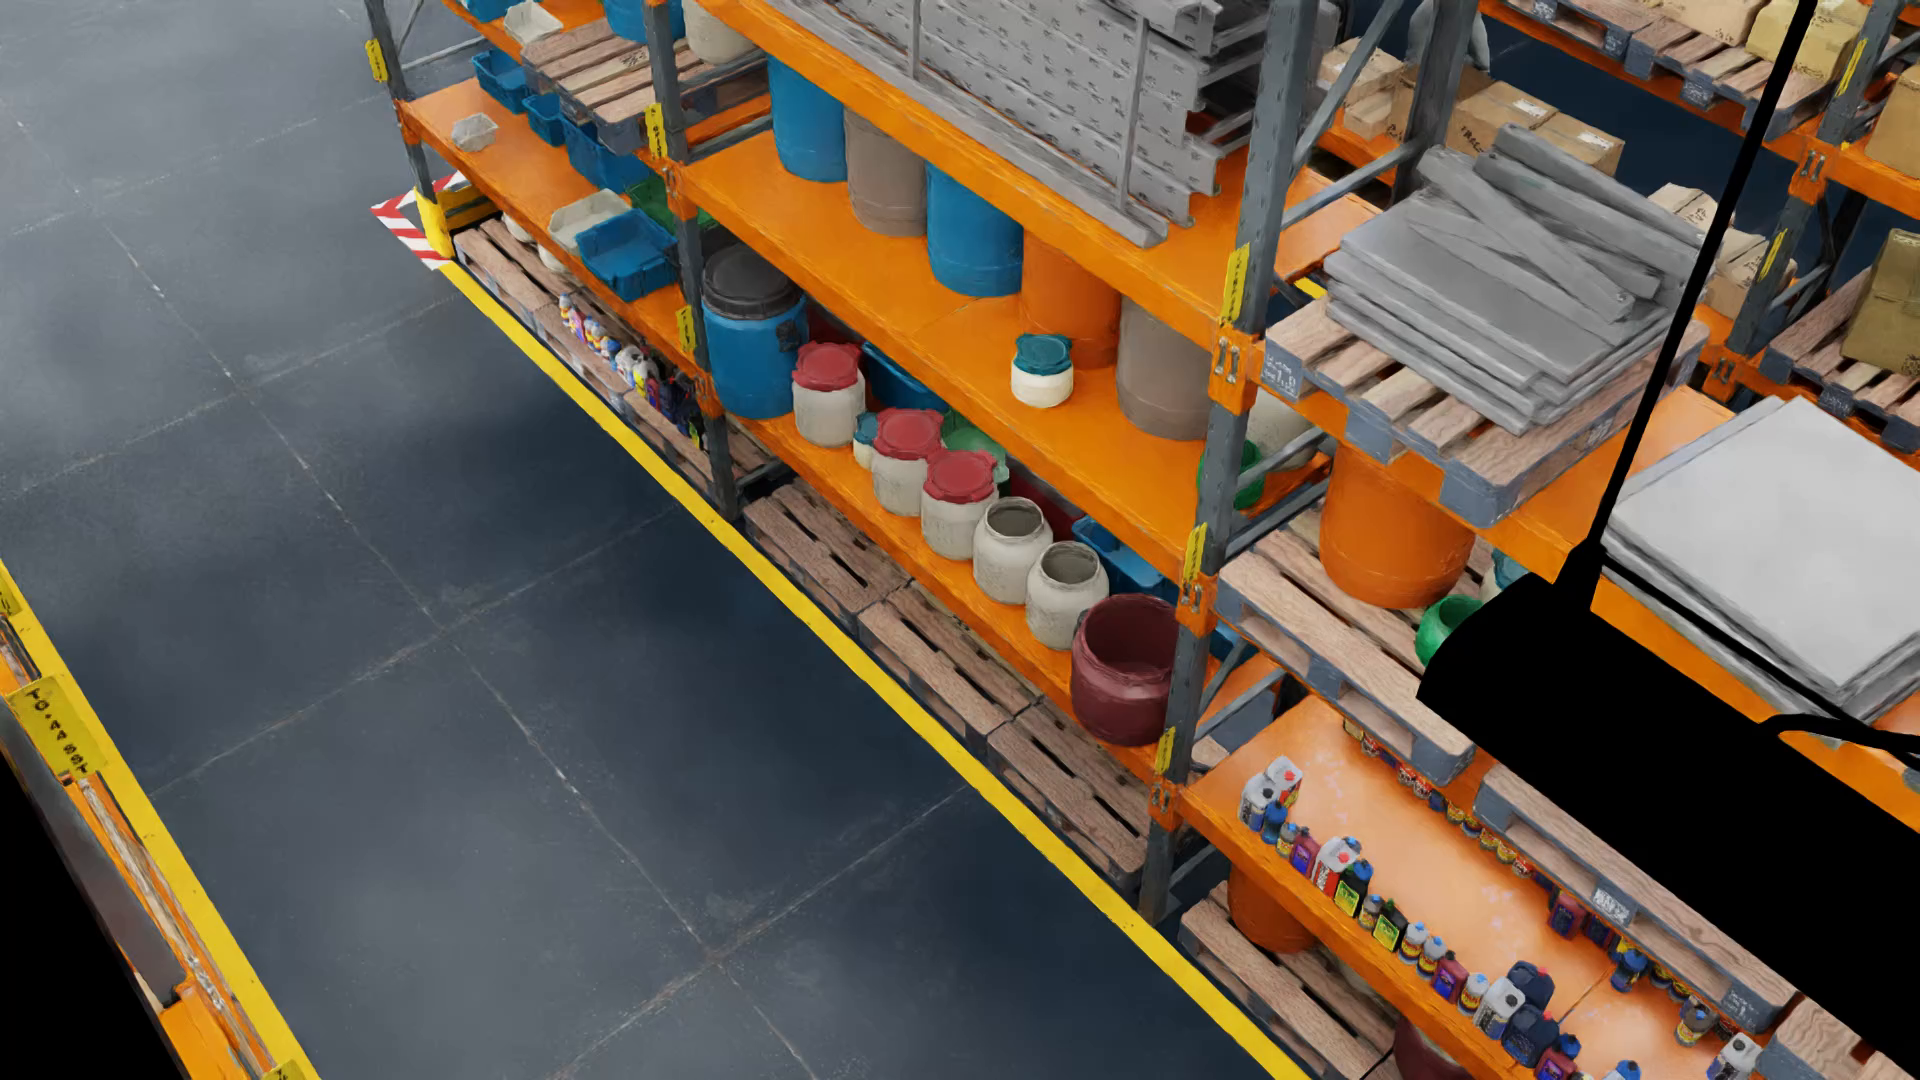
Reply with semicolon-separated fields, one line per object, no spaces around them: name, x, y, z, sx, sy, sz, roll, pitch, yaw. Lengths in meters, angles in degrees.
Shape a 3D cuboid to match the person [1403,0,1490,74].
person;4.295;-4.813;14.374;0.857;1.693;0.701;26;52;22
